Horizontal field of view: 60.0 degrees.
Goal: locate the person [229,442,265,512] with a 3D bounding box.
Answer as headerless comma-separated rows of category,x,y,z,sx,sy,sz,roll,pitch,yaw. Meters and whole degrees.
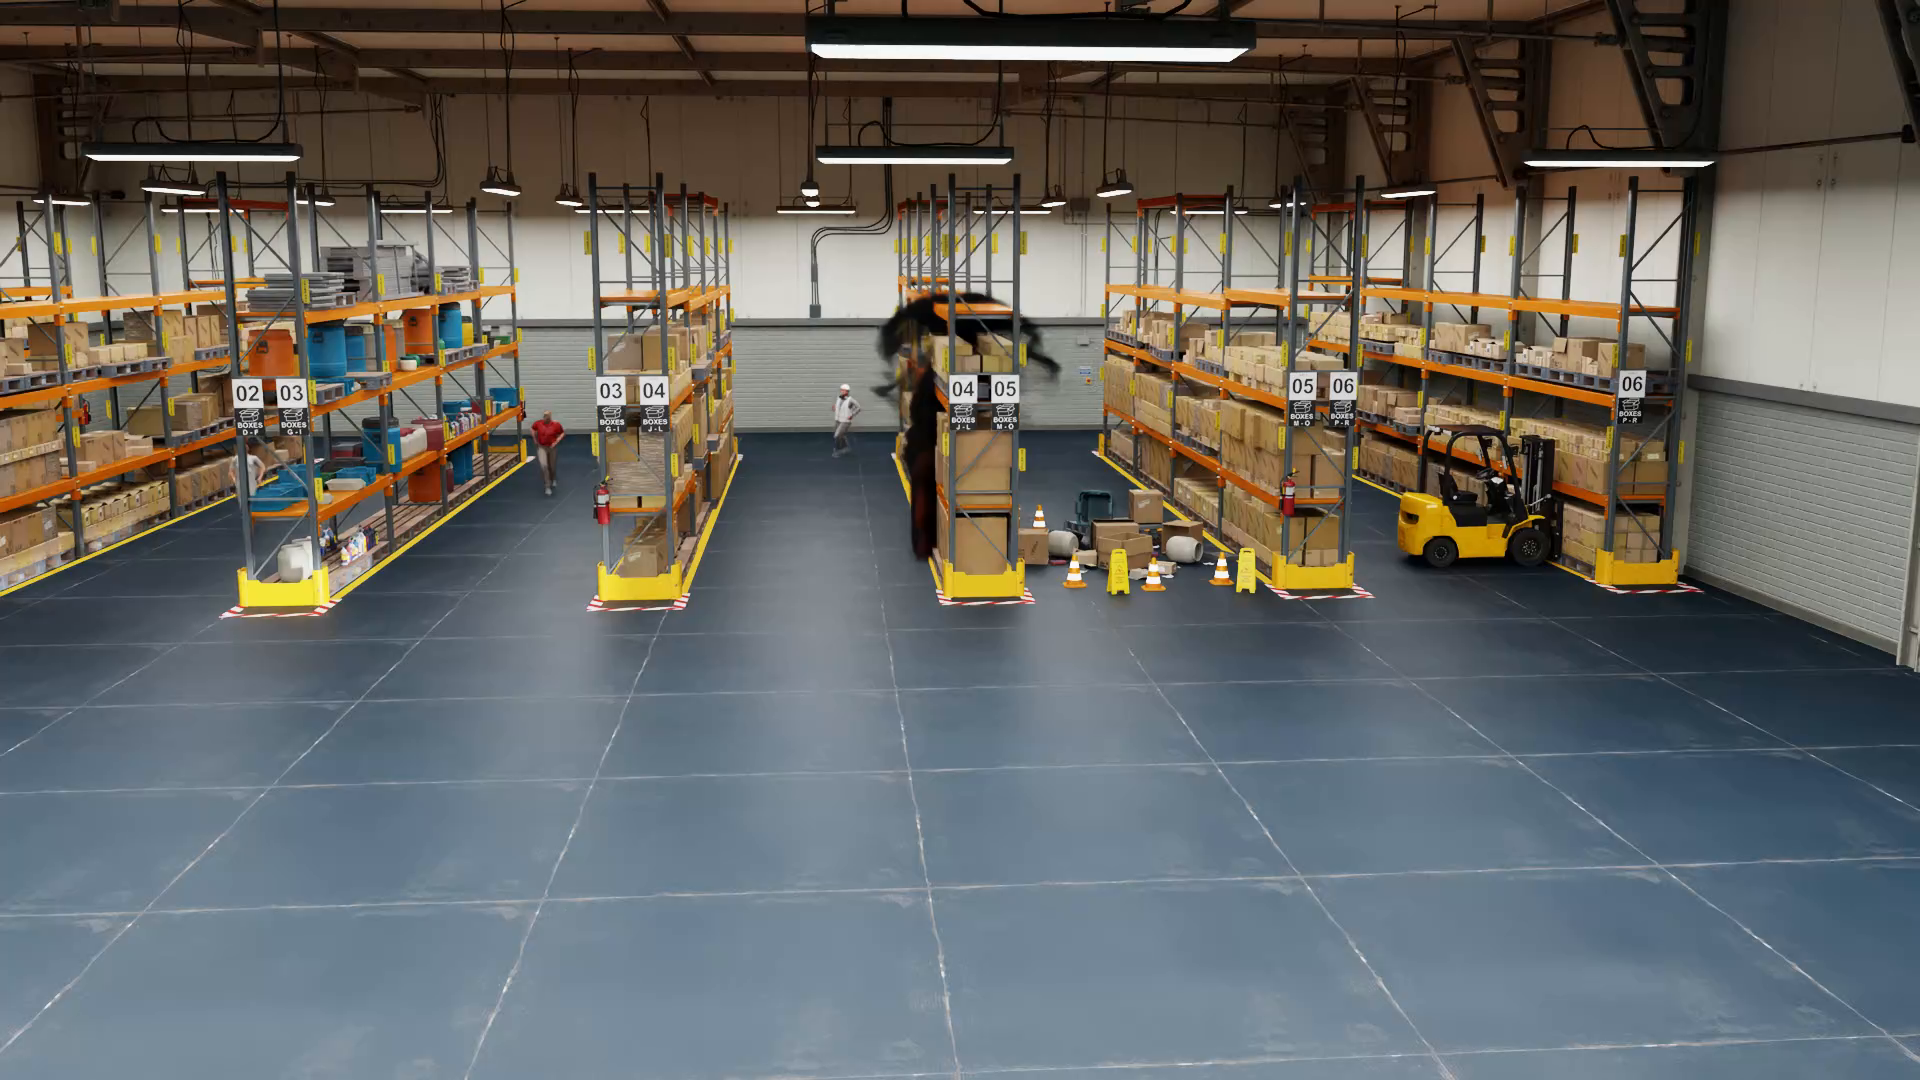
person,-12.547,-0.931,29.283,0.583,1.635,0.894,-3,10,-16

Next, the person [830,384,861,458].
person,-2.764,-2.838,39.812,0.672,1.793,0.720,10,14,44

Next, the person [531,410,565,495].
person,-8.479,-1.841,34.282,0.677,1.736,1.007,-2,10,-9

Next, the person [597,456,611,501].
person,-6.707,-1.396,31.837,0.559,1.726,0.737,-2,10,-14
